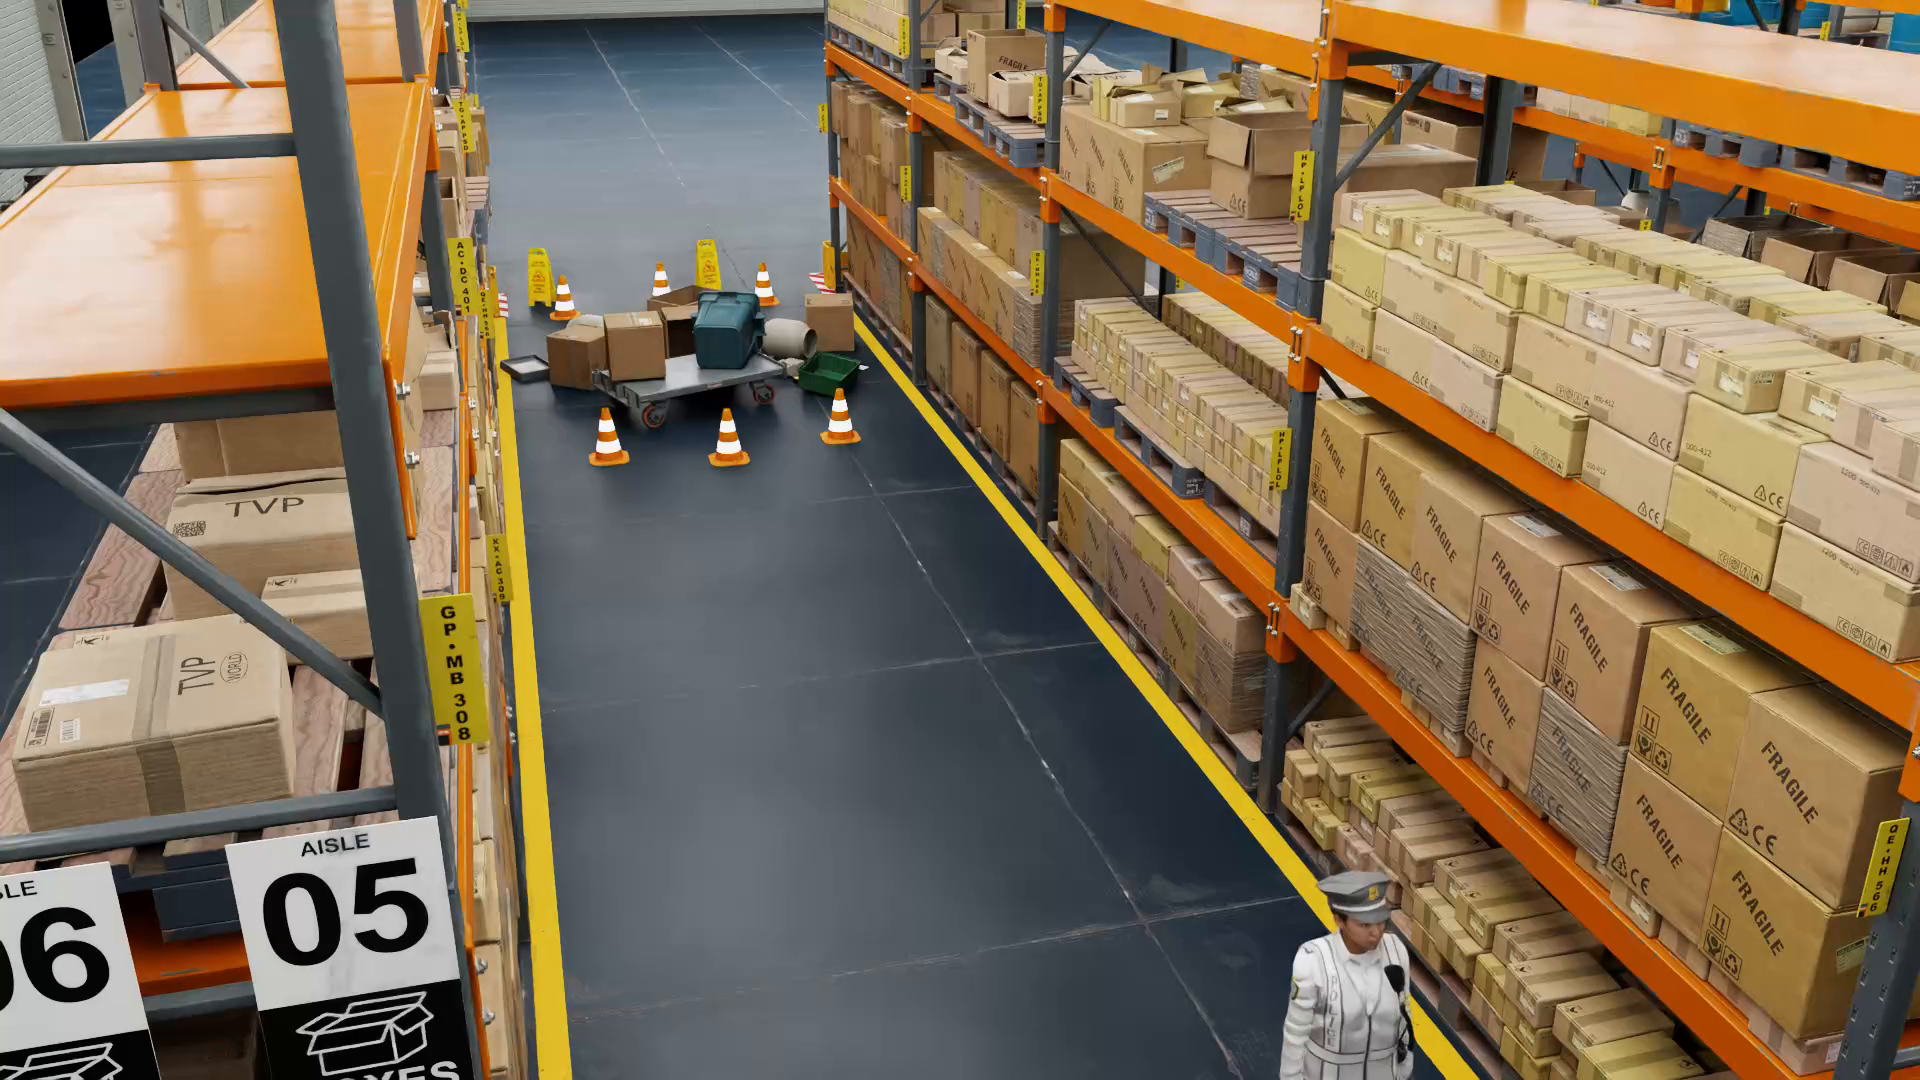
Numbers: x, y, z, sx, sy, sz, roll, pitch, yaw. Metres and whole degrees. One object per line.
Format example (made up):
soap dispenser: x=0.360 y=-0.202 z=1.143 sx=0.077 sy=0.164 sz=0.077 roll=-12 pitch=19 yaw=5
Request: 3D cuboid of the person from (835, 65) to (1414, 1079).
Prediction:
person: x=-1.276 y=-0.515 z=8.808 sx=5.195 sy=2.345 sz=22.097 roll=-5 pitch=24 yaw=-12
